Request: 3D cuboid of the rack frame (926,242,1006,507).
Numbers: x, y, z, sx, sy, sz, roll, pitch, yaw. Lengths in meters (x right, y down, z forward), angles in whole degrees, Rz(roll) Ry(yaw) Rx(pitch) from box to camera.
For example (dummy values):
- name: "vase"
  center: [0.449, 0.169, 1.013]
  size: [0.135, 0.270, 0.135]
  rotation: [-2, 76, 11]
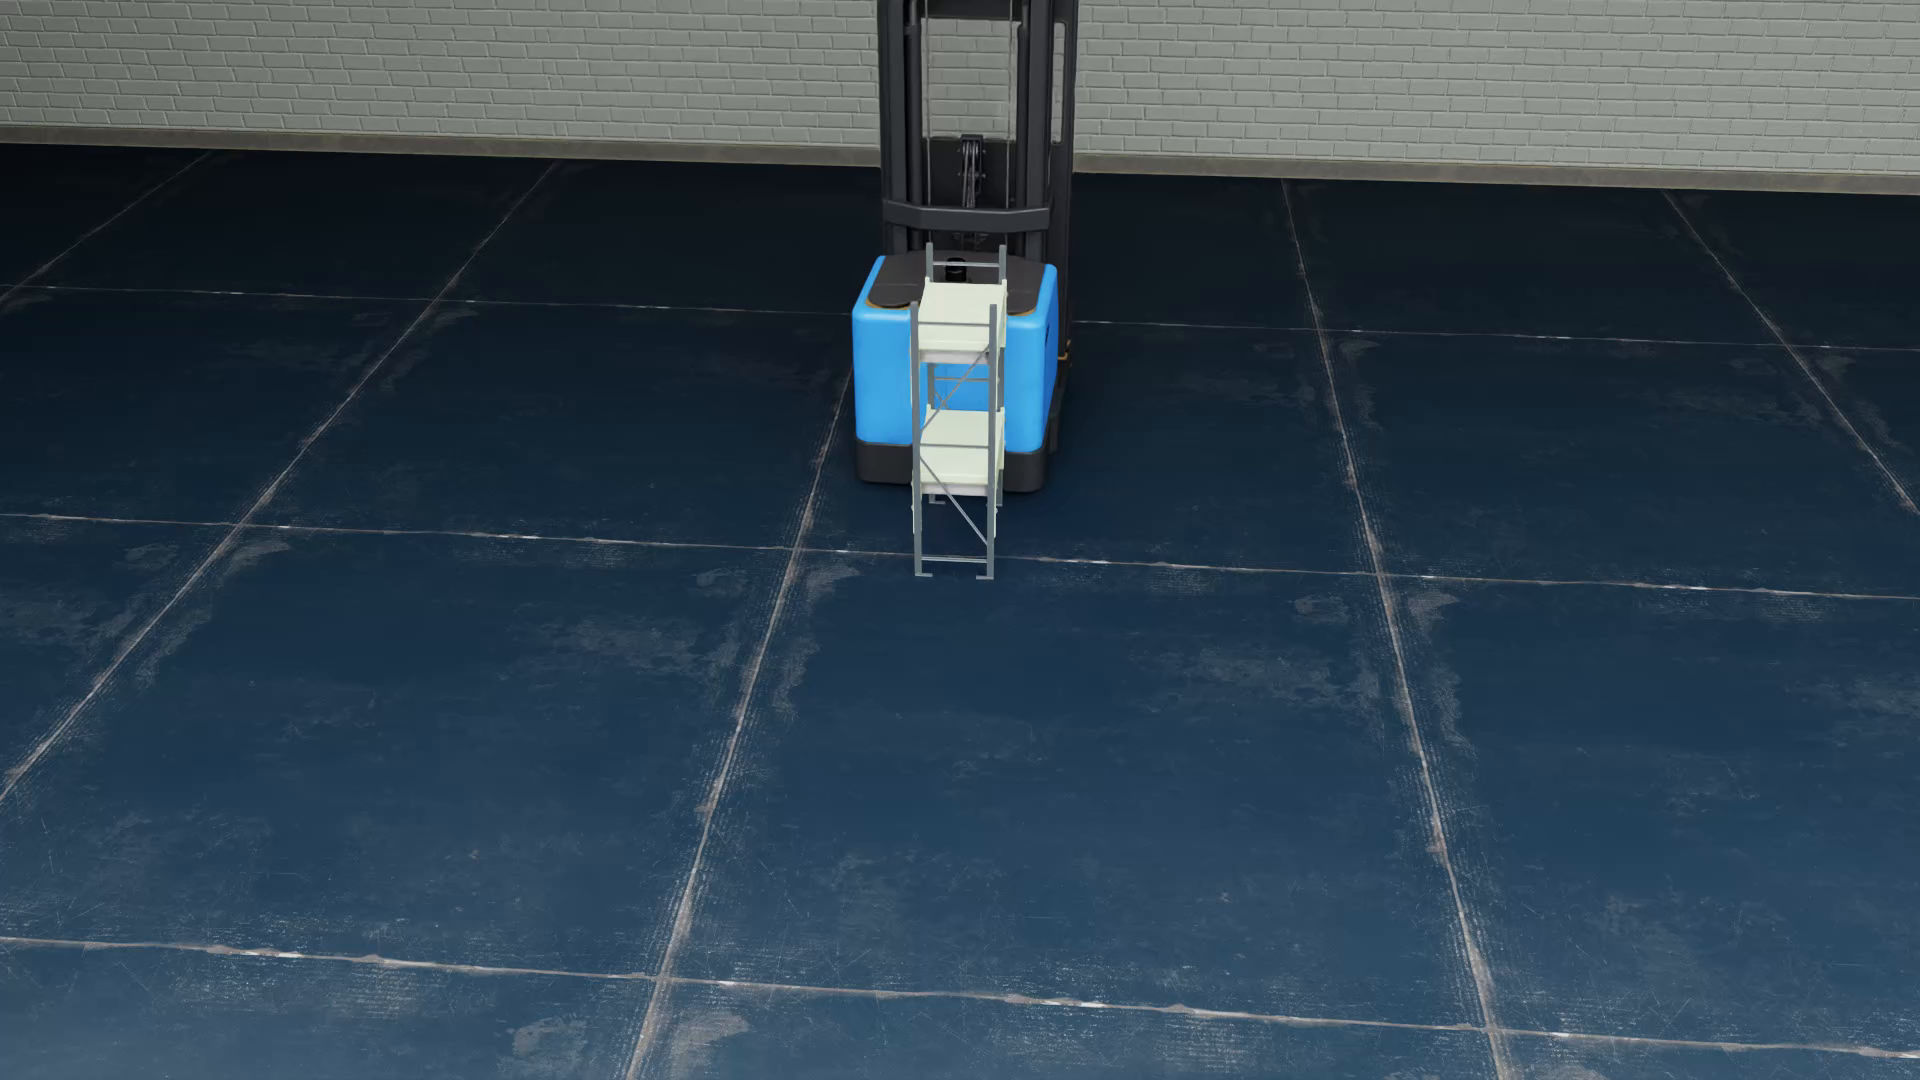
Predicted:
- name: "rack frame"
  center: [0.030, -0.833, 8.673]
  size: [0.400, 1.500, 0.023]
  rotation: [2, 32, 4]

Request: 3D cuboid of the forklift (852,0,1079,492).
- name: "forklift"
  center: [0.128, -2.264, 9.629]
  size: [1.130, 2.935, 3.031]
  rotation: [4, 32, 7]

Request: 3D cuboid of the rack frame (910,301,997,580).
- name: "rack frame"
  center: [-0.029, -0.451, 8.052]
  size: [0.400, 1.500, 0.023]
  rotation: [2, 32, 4]

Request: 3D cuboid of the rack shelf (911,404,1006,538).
- name: "rack shelf"
  center: [0.001, -0.364, 8.533]
  size: [0.431, 0.370, 0.720]
  rotation: [2, 32, 4]

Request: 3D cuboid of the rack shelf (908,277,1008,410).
- name: "rack shelf"
  center: [0.001, -0.974, 8.157]
  size: [0.431, 0.370, 0.720]
  rotation: [2, 32, 4]

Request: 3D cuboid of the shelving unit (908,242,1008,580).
- name: "shelving unit"
  center: [0.001, -0.642, 8.362]
  size: [0.431, 1.500, 0.755]
  rotation: [2, 32, 4]
